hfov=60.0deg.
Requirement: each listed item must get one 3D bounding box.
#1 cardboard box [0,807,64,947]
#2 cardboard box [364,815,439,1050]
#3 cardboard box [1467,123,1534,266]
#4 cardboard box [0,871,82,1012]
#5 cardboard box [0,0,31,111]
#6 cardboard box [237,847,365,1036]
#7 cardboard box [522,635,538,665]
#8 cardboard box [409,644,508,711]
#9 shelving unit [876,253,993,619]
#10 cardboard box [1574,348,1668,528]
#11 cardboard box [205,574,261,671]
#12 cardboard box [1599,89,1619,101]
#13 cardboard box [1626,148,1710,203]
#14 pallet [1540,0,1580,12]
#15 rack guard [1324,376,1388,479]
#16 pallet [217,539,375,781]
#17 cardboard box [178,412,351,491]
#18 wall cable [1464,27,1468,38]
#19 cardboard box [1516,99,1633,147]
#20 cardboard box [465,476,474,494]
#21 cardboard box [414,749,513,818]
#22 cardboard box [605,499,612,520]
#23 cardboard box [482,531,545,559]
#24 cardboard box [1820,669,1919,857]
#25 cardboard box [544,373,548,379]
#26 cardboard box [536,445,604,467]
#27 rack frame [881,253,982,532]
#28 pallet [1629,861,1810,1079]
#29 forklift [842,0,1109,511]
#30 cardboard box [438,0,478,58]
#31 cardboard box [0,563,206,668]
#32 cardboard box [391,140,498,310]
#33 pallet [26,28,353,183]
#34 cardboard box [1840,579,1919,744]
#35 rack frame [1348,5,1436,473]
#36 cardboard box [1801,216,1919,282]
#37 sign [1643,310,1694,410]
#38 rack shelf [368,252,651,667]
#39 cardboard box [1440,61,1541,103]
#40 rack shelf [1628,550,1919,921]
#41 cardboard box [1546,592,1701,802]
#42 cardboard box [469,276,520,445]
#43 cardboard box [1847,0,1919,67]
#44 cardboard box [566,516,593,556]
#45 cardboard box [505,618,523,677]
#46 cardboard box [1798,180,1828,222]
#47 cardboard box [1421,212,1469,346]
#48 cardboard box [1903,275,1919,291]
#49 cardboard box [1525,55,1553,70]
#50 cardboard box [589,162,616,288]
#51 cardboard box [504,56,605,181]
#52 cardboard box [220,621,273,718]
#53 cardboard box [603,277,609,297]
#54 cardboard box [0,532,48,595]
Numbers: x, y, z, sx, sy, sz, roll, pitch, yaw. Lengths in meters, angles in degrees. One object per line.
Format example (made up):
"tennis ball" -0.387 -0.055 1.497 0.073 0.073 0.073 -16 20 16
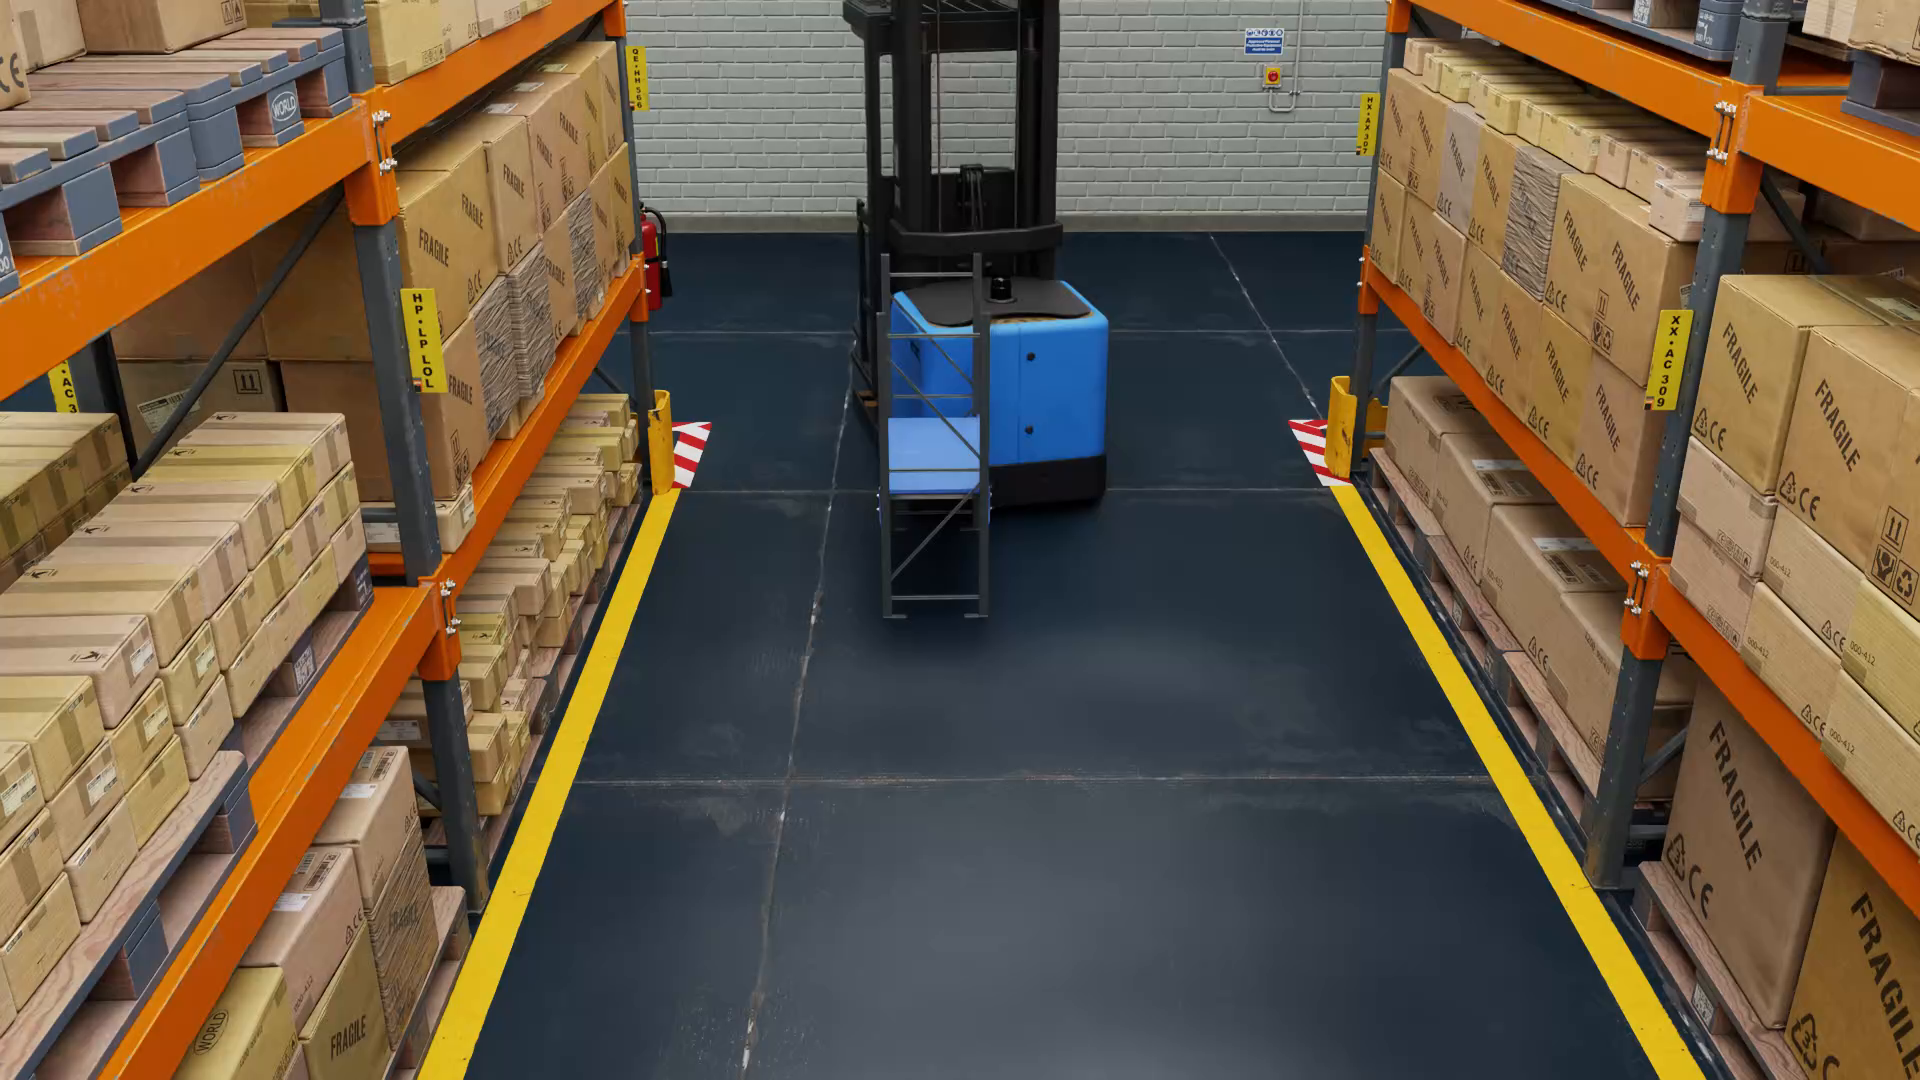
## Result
"cardboard box" -1.953 0.635 3.140 0.380 0.149 0.250 0 24 -1
"cardboard box" -1.917 1.182 5.021 0.500 0.500 0.500 -1 24 -2
"cardboard box" 2.481 -1.454 6.989 0.500 0.500 0.500 0 24 0
"cardboard box" -1.953 0.770 3.203 0.380 0.149 0.250 0 24 0
"cardboard box" -2.292 -1.038 3.130 0.797 0.503 0.637 -1 24 -1
"cardboard box" -1.924 1.054 4.394 0.500 0.250 0.500 1 24 2
"cardboard box" -2.008 0.459 7.044 0.380 0.149 0.250 -1 24 -3
"cardboard box" -1.917 0.510 6.210 0.380 0.149 0.250 1 24 2
"shelving unit" -0.130 -0.525 8.091 0.538 1.500 1.048 -1 24 -1
"cardboard box" 2.511 -0.369 5.805 0.500 0.500 0.500 0 24 0
"cardboard box" -1.964 0.204 4.093 0.380 0.149 0.250 -1 24 -2
"cardboard box" 3.001 -1.906 7.203 0.380 0.149 0.250 0 24 1
"cardboard box" 2.563 -1.268 5.791 0.380 0.149 0.250 0 24 0
"pallet" 2.763 -2.299 6.660 1.003 0.211 1.213 0 24 -1
"rack guard" 2.728 -0.653 9.587 1.175 0.500 0.348 0 24 -1
"pallet" -2.314 0.333 4.606 1.003 0.211 1.213 0 24 -1
"cardboard box" -1.978 -0.253 4.743 0.380 0.149 0.250 1 24 2
"wall cable" 4.061 -4.580 14.003 0.588 1.984 0.122 0 24 -1
"cardboard box" 2.481 -1.684 6.712 0.380 0.149 0.250 0 24 -1
"cardboard box" -1.930 -0.180 5.812 0.380 0.149 0.250 0 24 1
"cardboard box" -1.860 0.886 6.100 0.380 0.149 0.250 -1 24 -3
"cardboard box" -1.986 -0.180 8.458 0.380 0.149 0.250 0 24 -1
"cardboard box" -2.002 0.081 7.158 0.380 0.149 0.250 -1 24 -3
"cardboard box" 2.509 0.542 4.095 0.500 0.250 0.500 0 24 -1
"cardboard box" -1.965 -0.726 7.021 0.380 0.149 0.250 1 24 1
"cardboard box" -1.947 -0.348 8.107 0.380 0.149 0.250 -1 24 -3
"rack frame" -0.142 -0.735 8.554 0.500 1.500 0.032 -1 24 -1
"pallet" 2.855 1.454 5.278 1.003 0.211 1.213 0 24 -1
"forklift" -0.050 -2.063 9.755 1.130 2.935 3.031 -6 25 -13
"cardboard box" -1.933 -1.767 5.558 0.500 0.250 0.500 -1 24 -1
"cardboard box" -1.971 0.173 3.800 0.380 0.149 0.250 -1 24 -2
"cardboard box" -1.959 -1.107 5.862 0.500 0.500 0.500 -1 24 -2
"pallet" -2.277 -1.096 4.122 1.213 0.211 1.003 0 24 -1
"cardboard box" 2.507 0.312 3.995 0.500 0.250 0.500 0 24 0
"rack frame" 2.728 -1.782 9.050 1.000 3.000 0.127 0 24 -1
"cardboard box" 3.008 -0.832 5.615 0.500 0.500 0.500 0 24 0
"sign" 2.217 -0.561 5.204 0.100 0.325 0.005 0 24 -1
"rack shelf" -2.199 -0.566 7.235 1.077 0.370 4.000 0 24 -1
"cardboard box" 2.438 -2.108 7.648 0.380 0.149 0.250 -1 24 -2
"rack shelf" 2.793 1.018 3.732 1.077 0.370 4.000 0 24 -1
"cardboard box" 2.872 0.583 6.420 0.875 0.438 0.875 -1 24 -1
"cardboard box" -1.943 -0.660 6.087 0.500 0.500 0.500 0 24 -1
"cardboard box" 2.491 -1.373 3.875 0.500 0.500 0.500 -1 24 -2
"cardboard box" -1.919 0.003 7.692 0.380 0.149 0.250 1 24 2
"cardboard box" -1.992 0.436 6.735 0.380 0.149 0.250 -1 24 -3
"cardboard box" 3.009 -1.167 5.569 0.380 0.149 0.250 0 24 0
"cardboard box" 2.467 -1.211 7.665 0.500 0.500 0.500 0 24 -1
"cardboard box" 3.027 -0.452 4.775 0.500 0.500 0.500 1 24 1
"cardboard box" 2.959 -2.327 8.134 0.380 0.149 0.250 0 24 0
"cardboard box" -1.958 -1.503 7.951 0.500 0.500 0.500 -1 24 -1
"cardboard box" -1.962 -1.959 7.745 0.500 0.500 0.500 -1 24 -2
"cardboard box" -1.968 0.329 4.178 0.380 0.149 0.250 -1 24 -3
"cardboard box" -1.952 -1.265 8.211 0.380 0.149 0.250 0 24 -1
"cardboard box" -2.625 0.095 4.334 0.380 0.149 0.250 0 24 1
